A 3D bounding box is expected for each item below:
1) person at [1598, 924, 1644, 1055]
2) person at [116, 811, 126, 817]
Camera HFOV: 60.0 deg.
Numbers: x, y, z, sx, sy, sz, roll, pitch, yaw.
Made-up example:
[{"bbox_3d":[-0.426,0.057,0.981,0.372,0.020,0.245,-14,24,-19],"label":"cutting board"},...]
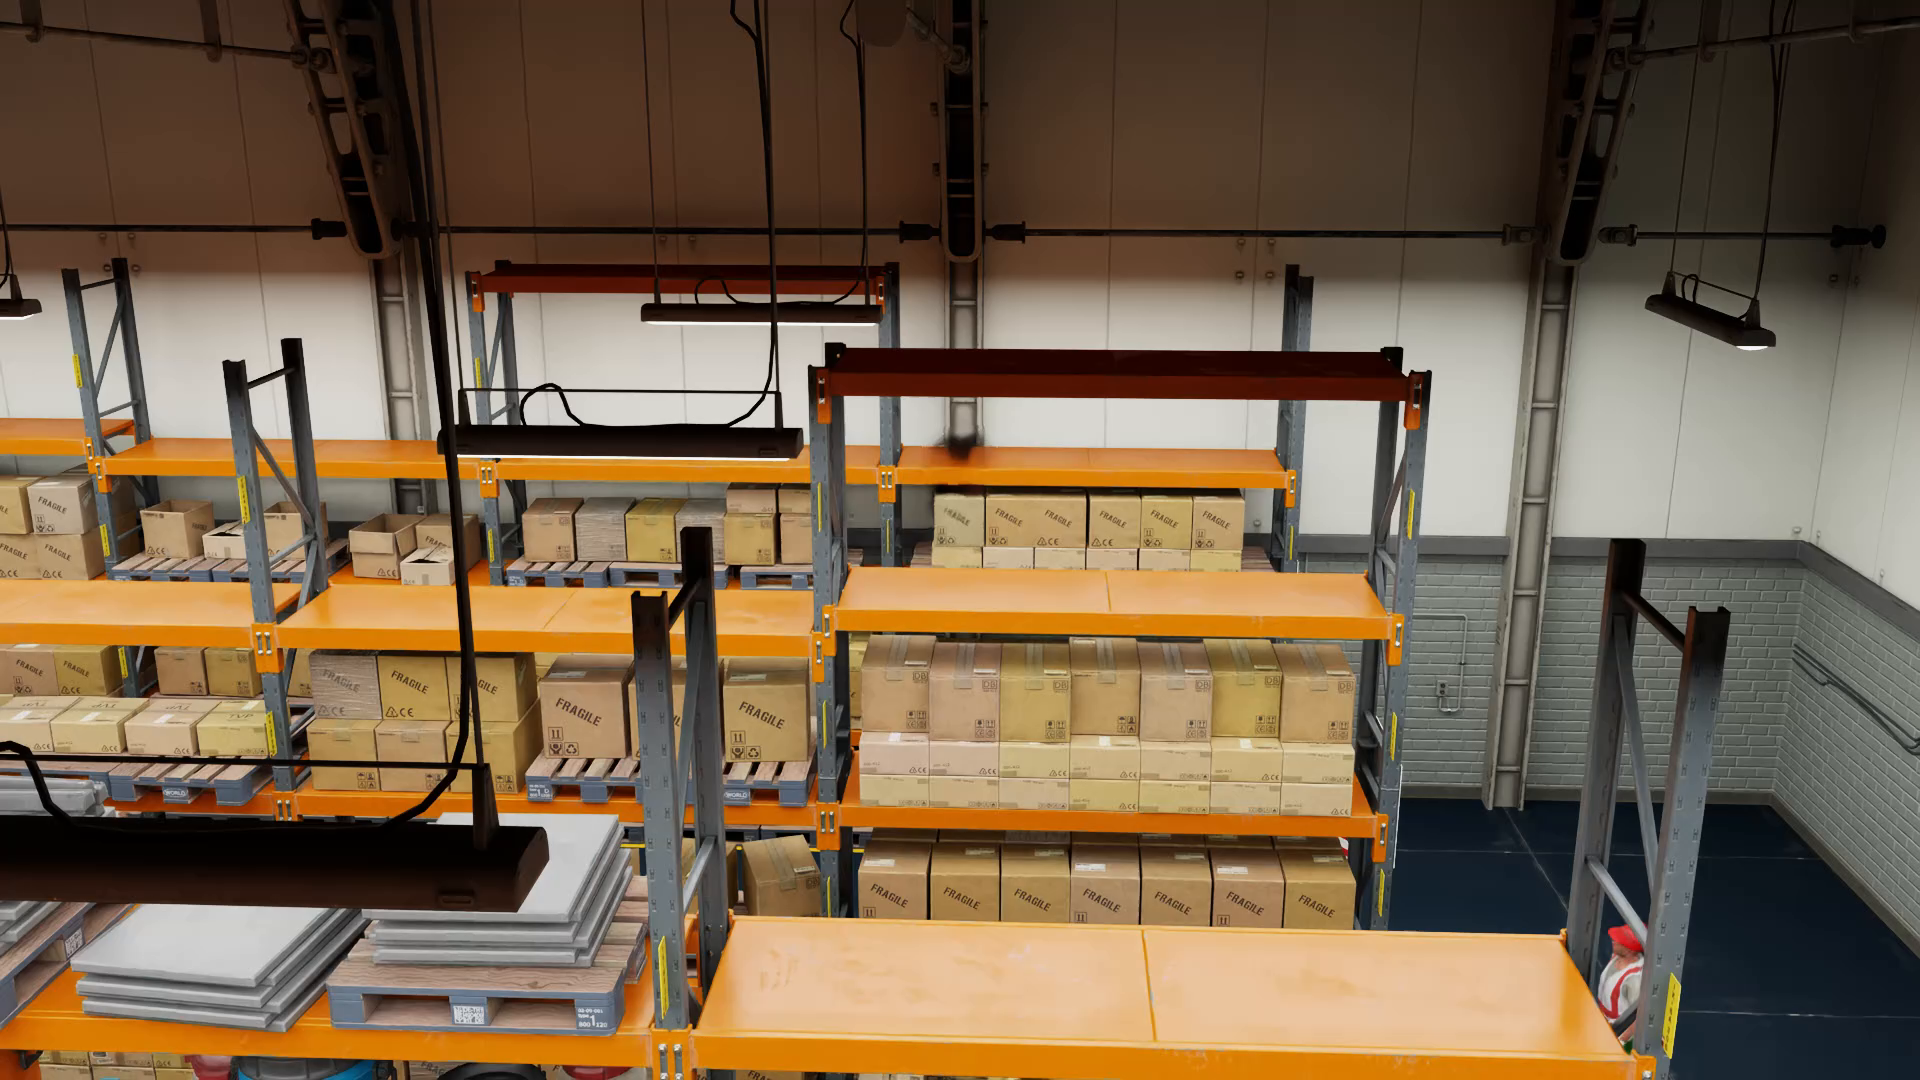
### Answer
[{"bbox_3d":[4.971,3.711,12.631,0.459,1.796,0.592,-2,16,-7],"label":"person"},{"bbox_3d":[-8.486,2.702,16.196,0.652,1.823,0.478,-3,16,-10],"label":"person"}]
